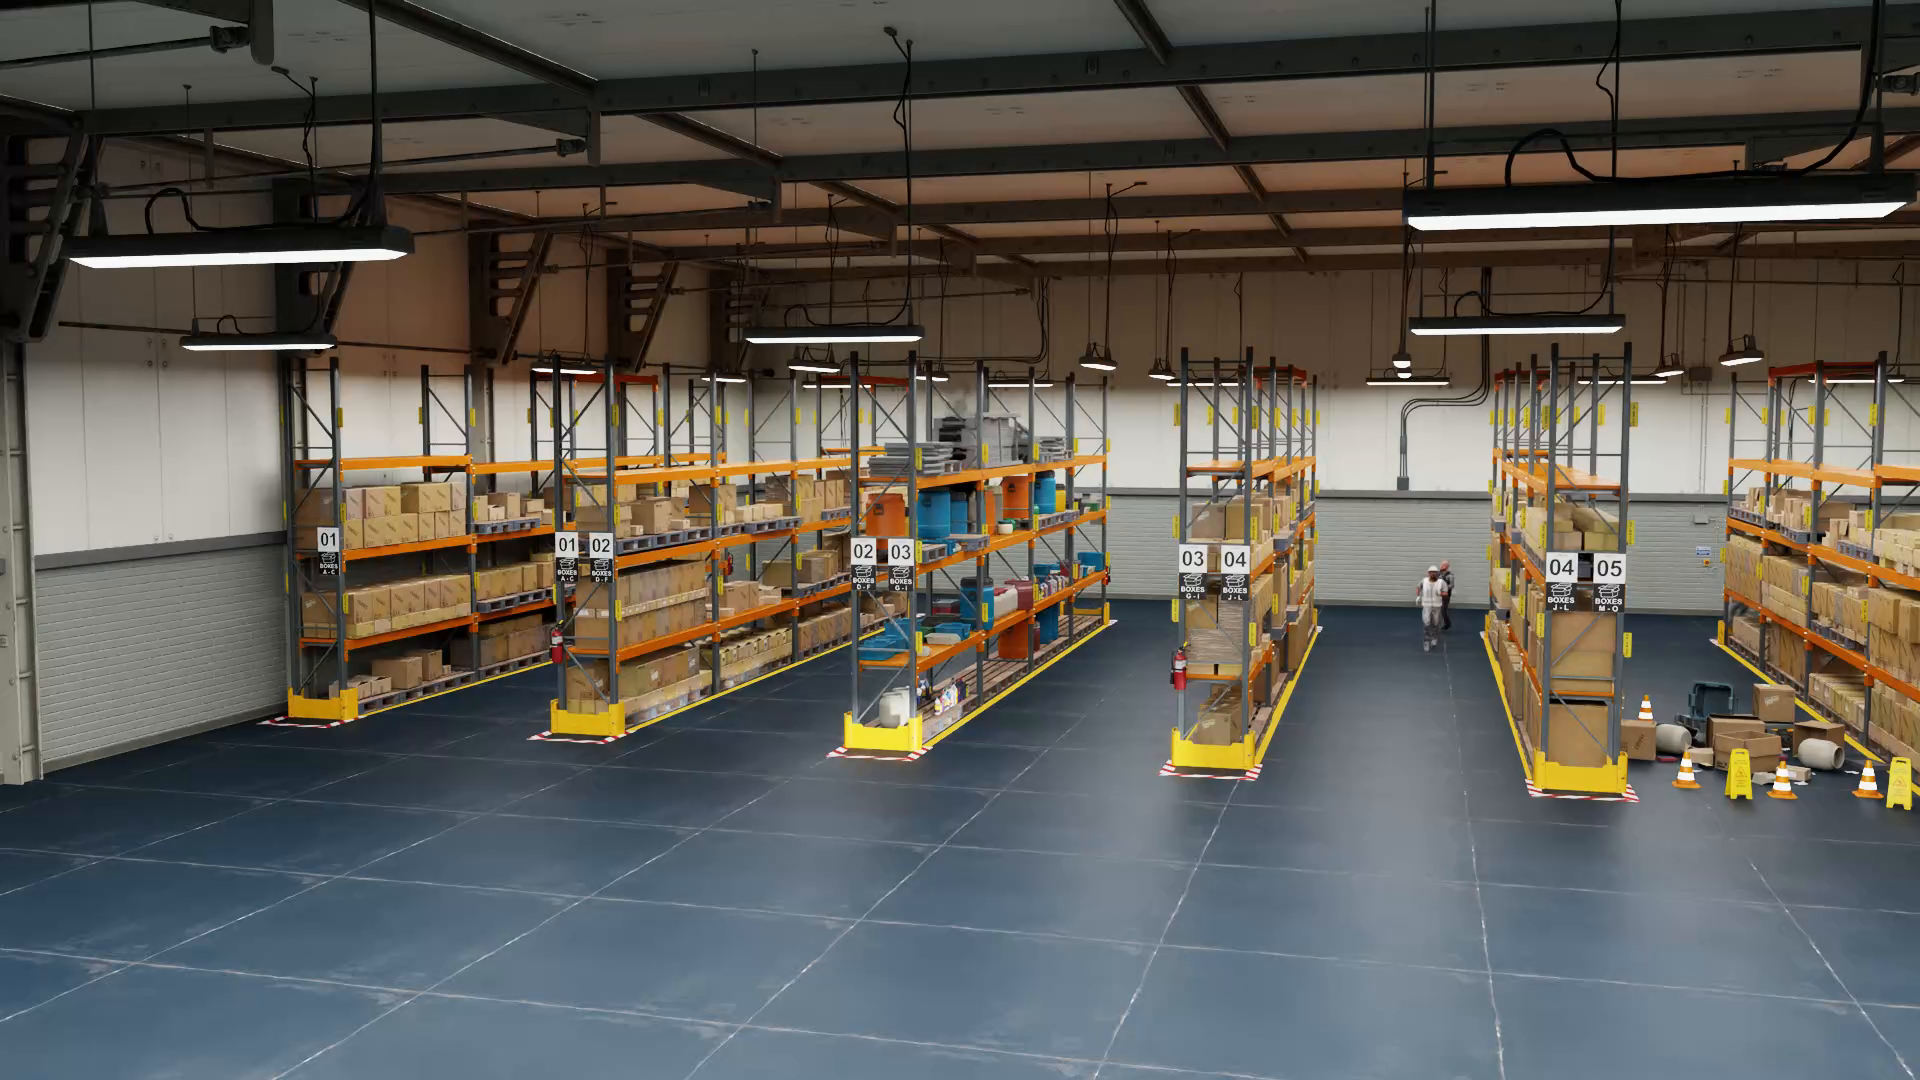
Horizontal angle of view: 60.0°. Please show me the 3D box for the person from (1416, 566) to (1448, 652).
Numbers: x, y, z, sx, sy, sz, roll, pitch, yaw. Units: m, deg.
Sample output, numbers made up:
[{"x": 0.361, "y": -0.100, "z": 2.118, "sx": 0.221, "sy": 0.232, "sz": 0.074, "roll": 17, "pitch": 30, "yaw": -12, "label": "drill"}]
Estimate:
[{"x": 10.185, "y": 1.472, "z": 35.896, "sx": 0.665, "sy": 1.841, "sz": 0.799, "roll": 1, "pitch": 4, "yaw": 13, "label": "person"}]

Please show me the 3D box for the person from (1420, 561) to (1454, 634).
[{"x": 11.201, "y": 1.331, "z": 38.508, "sx": 0.840, "sy": 1.732, "sz": 0.698, "roll": -3, "pitch": 5, "yaw": -33, "label": "person"}]

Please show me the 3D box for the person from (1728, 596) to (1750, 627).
[{"x": 17.709, "y": 1.326, "z": 37.966, "sx": 0.694, "sy": 1.716, "sz": 0.937, "roll": -3, "pitch": 5, "yaw": -36, "label": "person"}]
